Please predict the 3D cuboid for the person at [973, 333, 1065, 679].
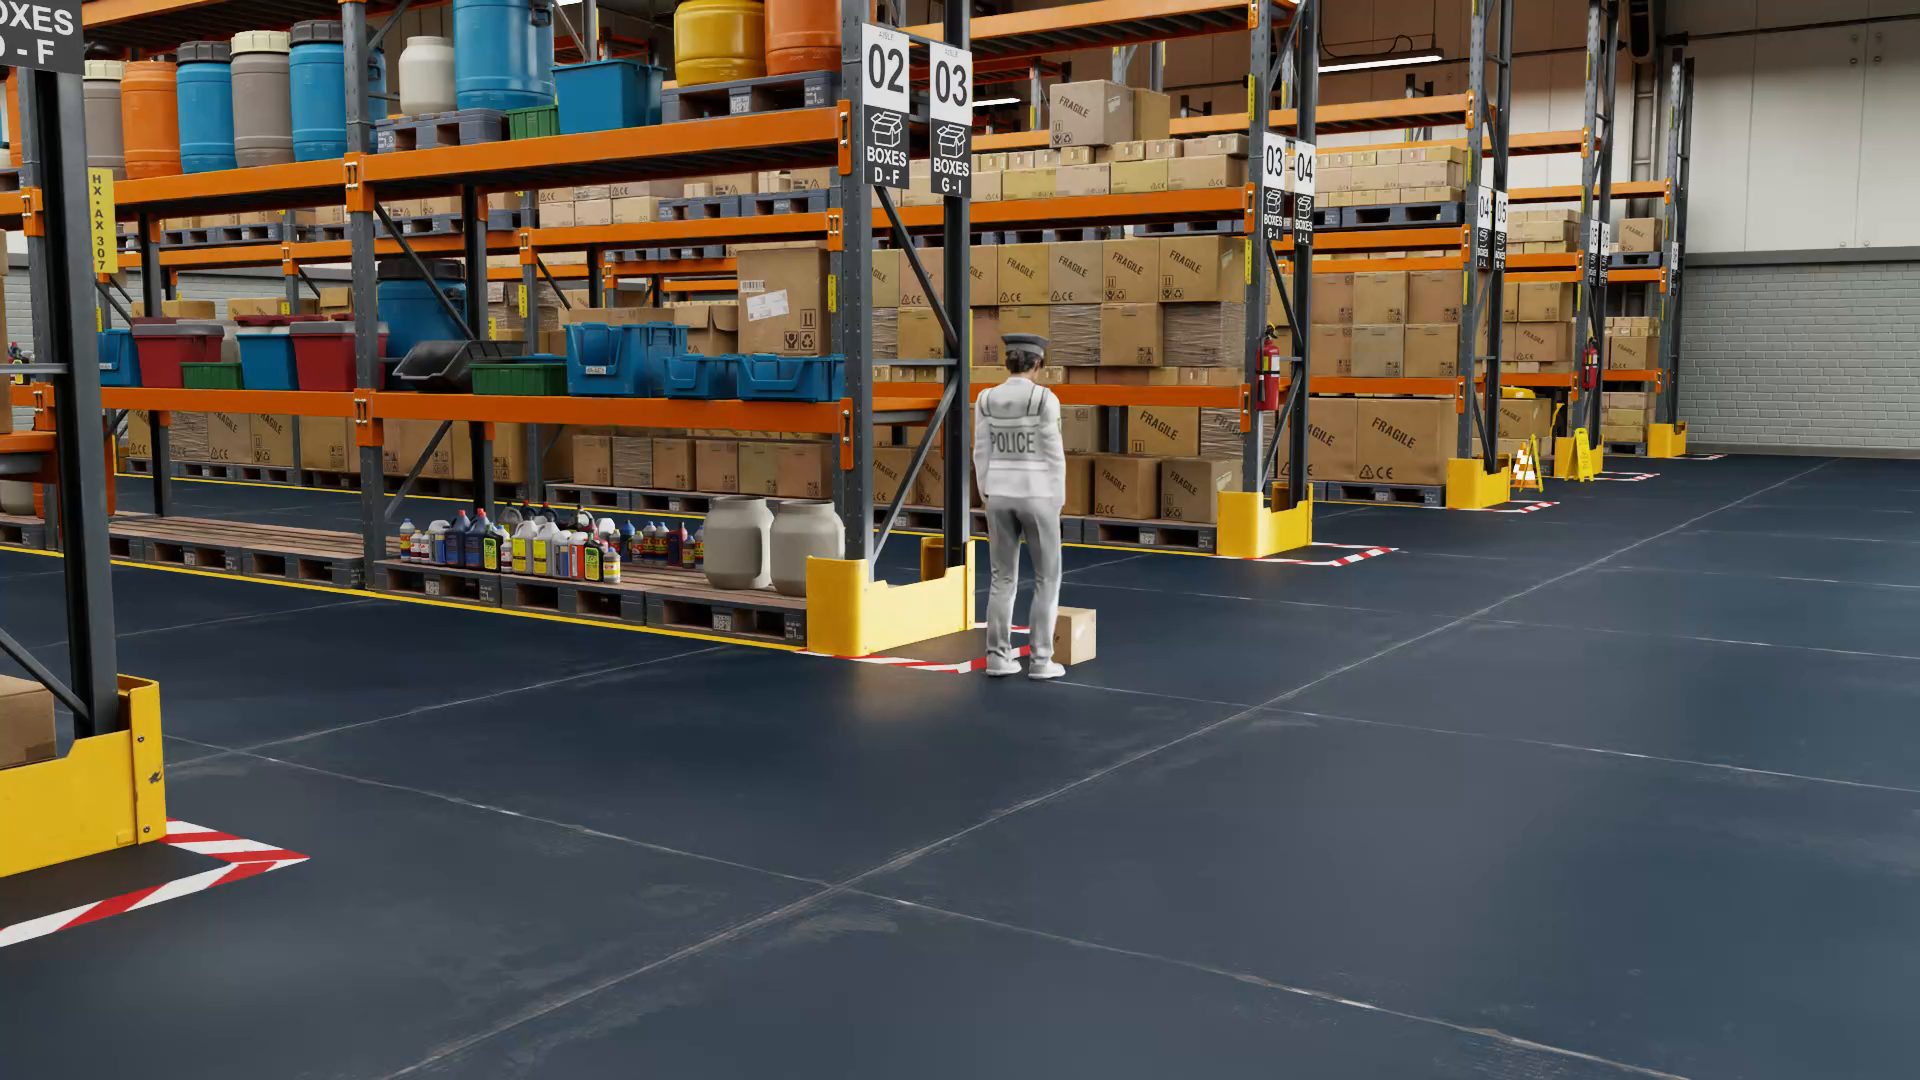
[{"bbox_3d":[0.290,-0.160,8.004,0.479,1.657,0.352,3,7,28],"label":"person"}]
